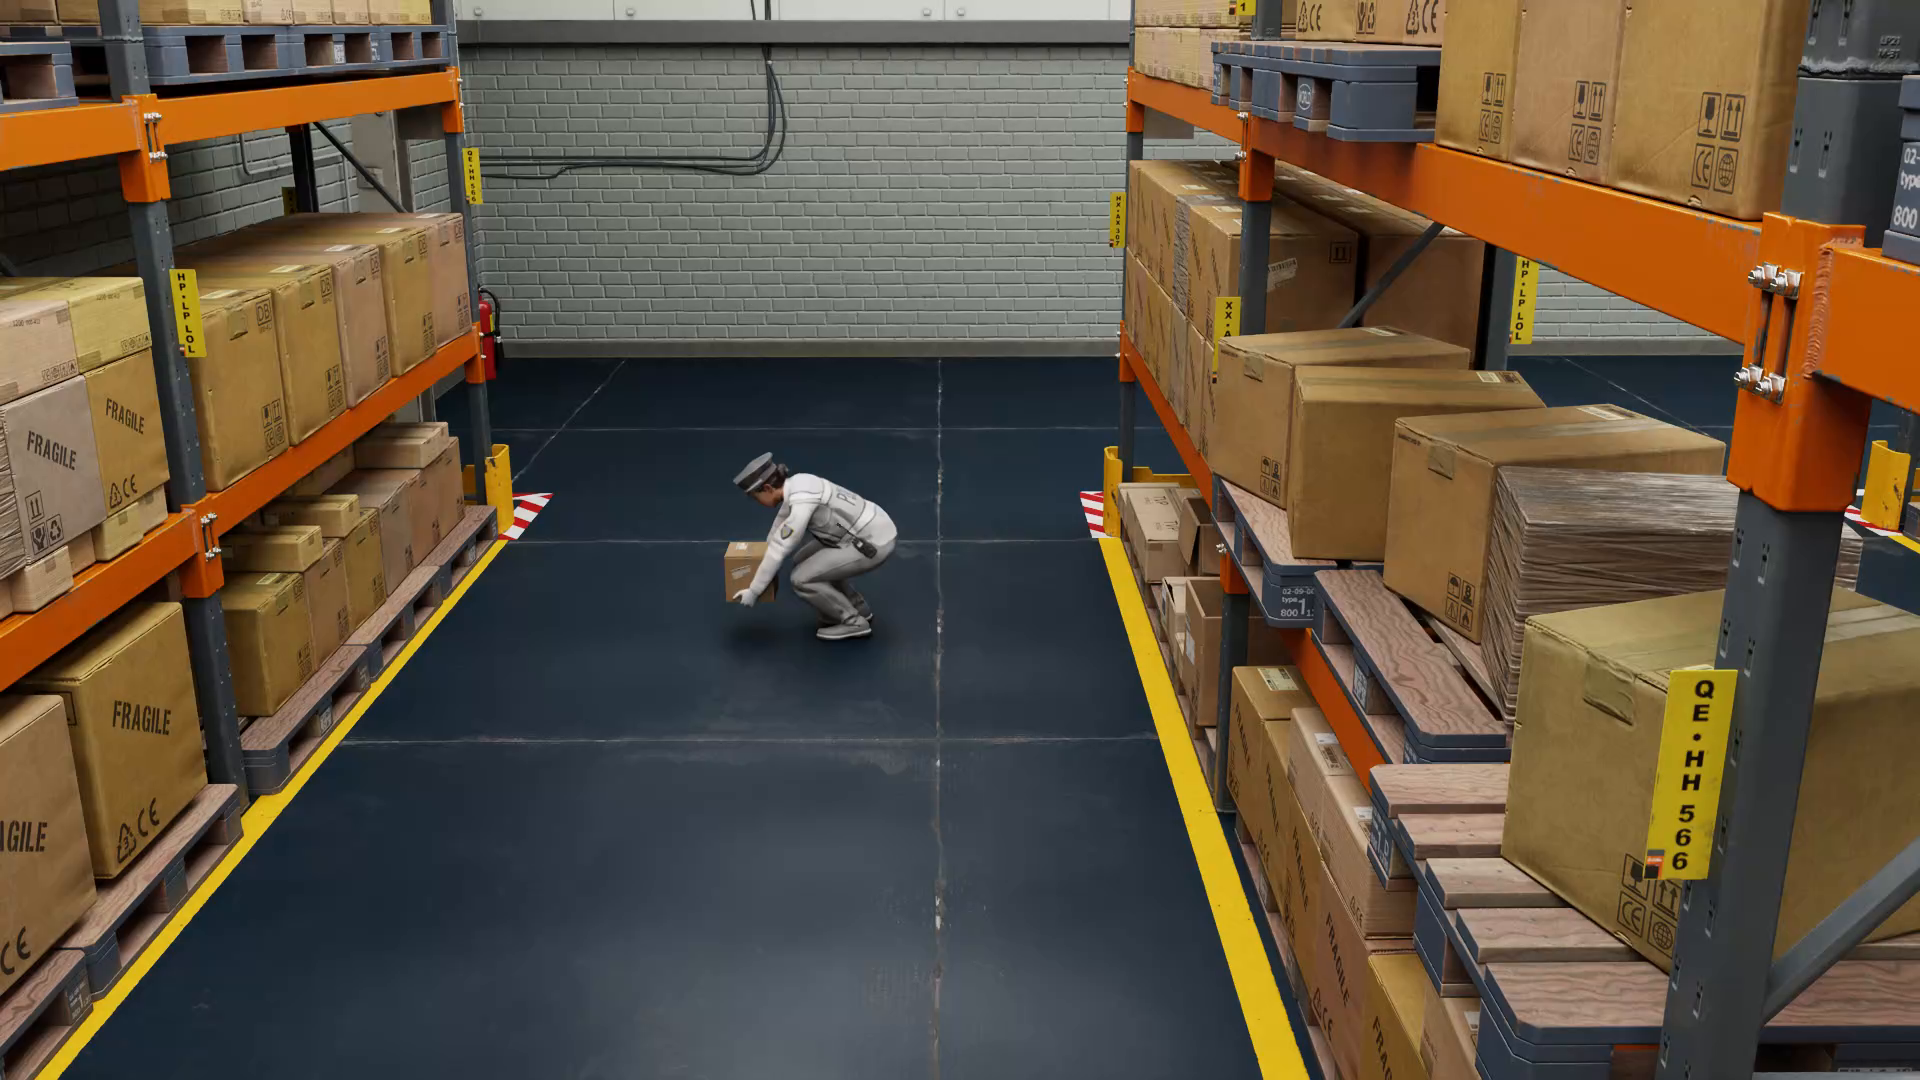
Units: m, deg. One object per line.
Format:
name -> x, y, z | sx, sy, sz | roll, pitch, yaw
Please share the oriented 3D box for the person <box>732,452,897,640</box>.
person -> -0.755, 0.014, 8.676 | 0.853, 0.981, 0.464 | -1, 17, -2
